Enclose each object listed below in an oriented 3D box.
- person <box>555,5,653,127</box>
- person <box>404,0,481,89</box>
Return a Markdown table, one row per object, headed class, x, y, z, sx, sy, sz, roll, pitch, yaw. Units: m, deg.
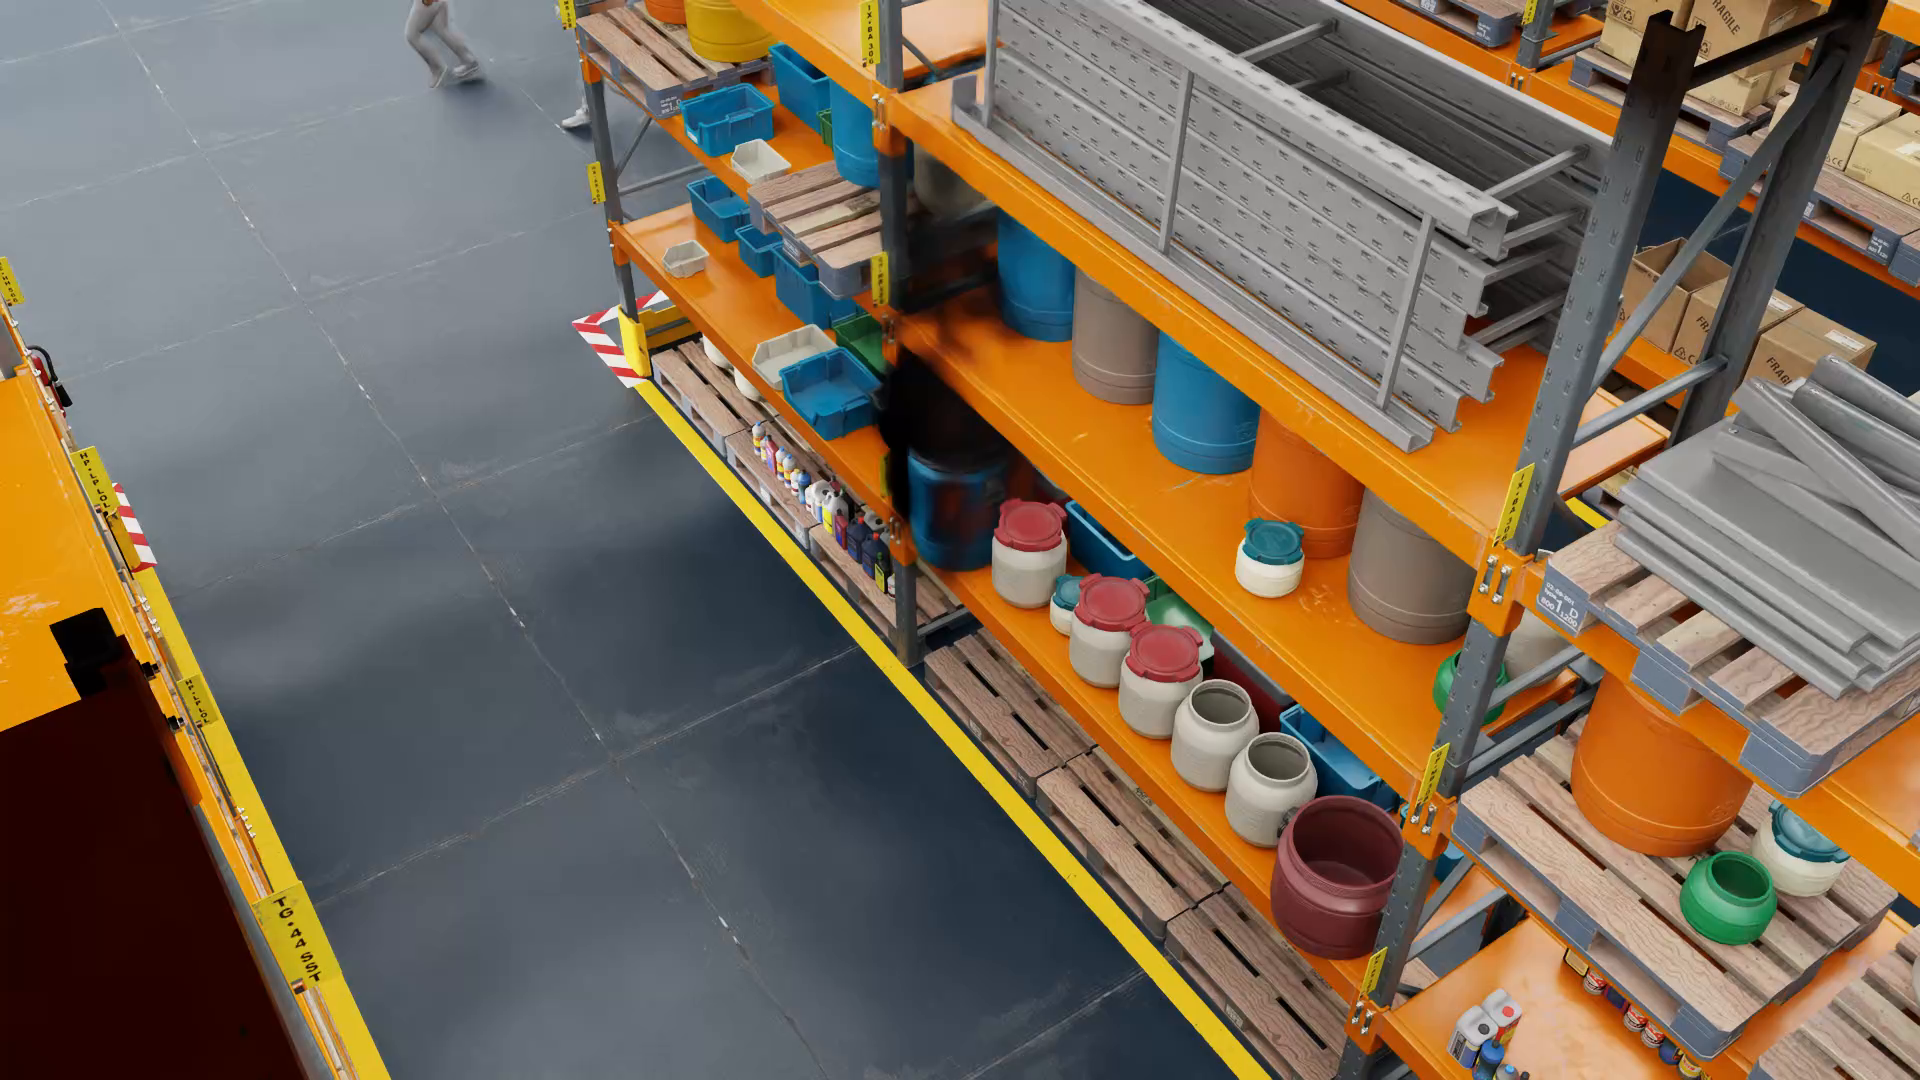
| class | x | y | z | sx | sy | sz | roll | pitch | yaw |
| --- | --- | --- | --- | --- | --- | --- | --- | --- | --- |
| person | -3.336 | -4.645 | 15.447 | 0.997 | 1.771 | 0.683 | -4 | 43 | -4 |
| person | -5.200 | -5.269 | 16.257 | 0.720 | 1.735 | 0.551 | -8 | 43 | -9 |
